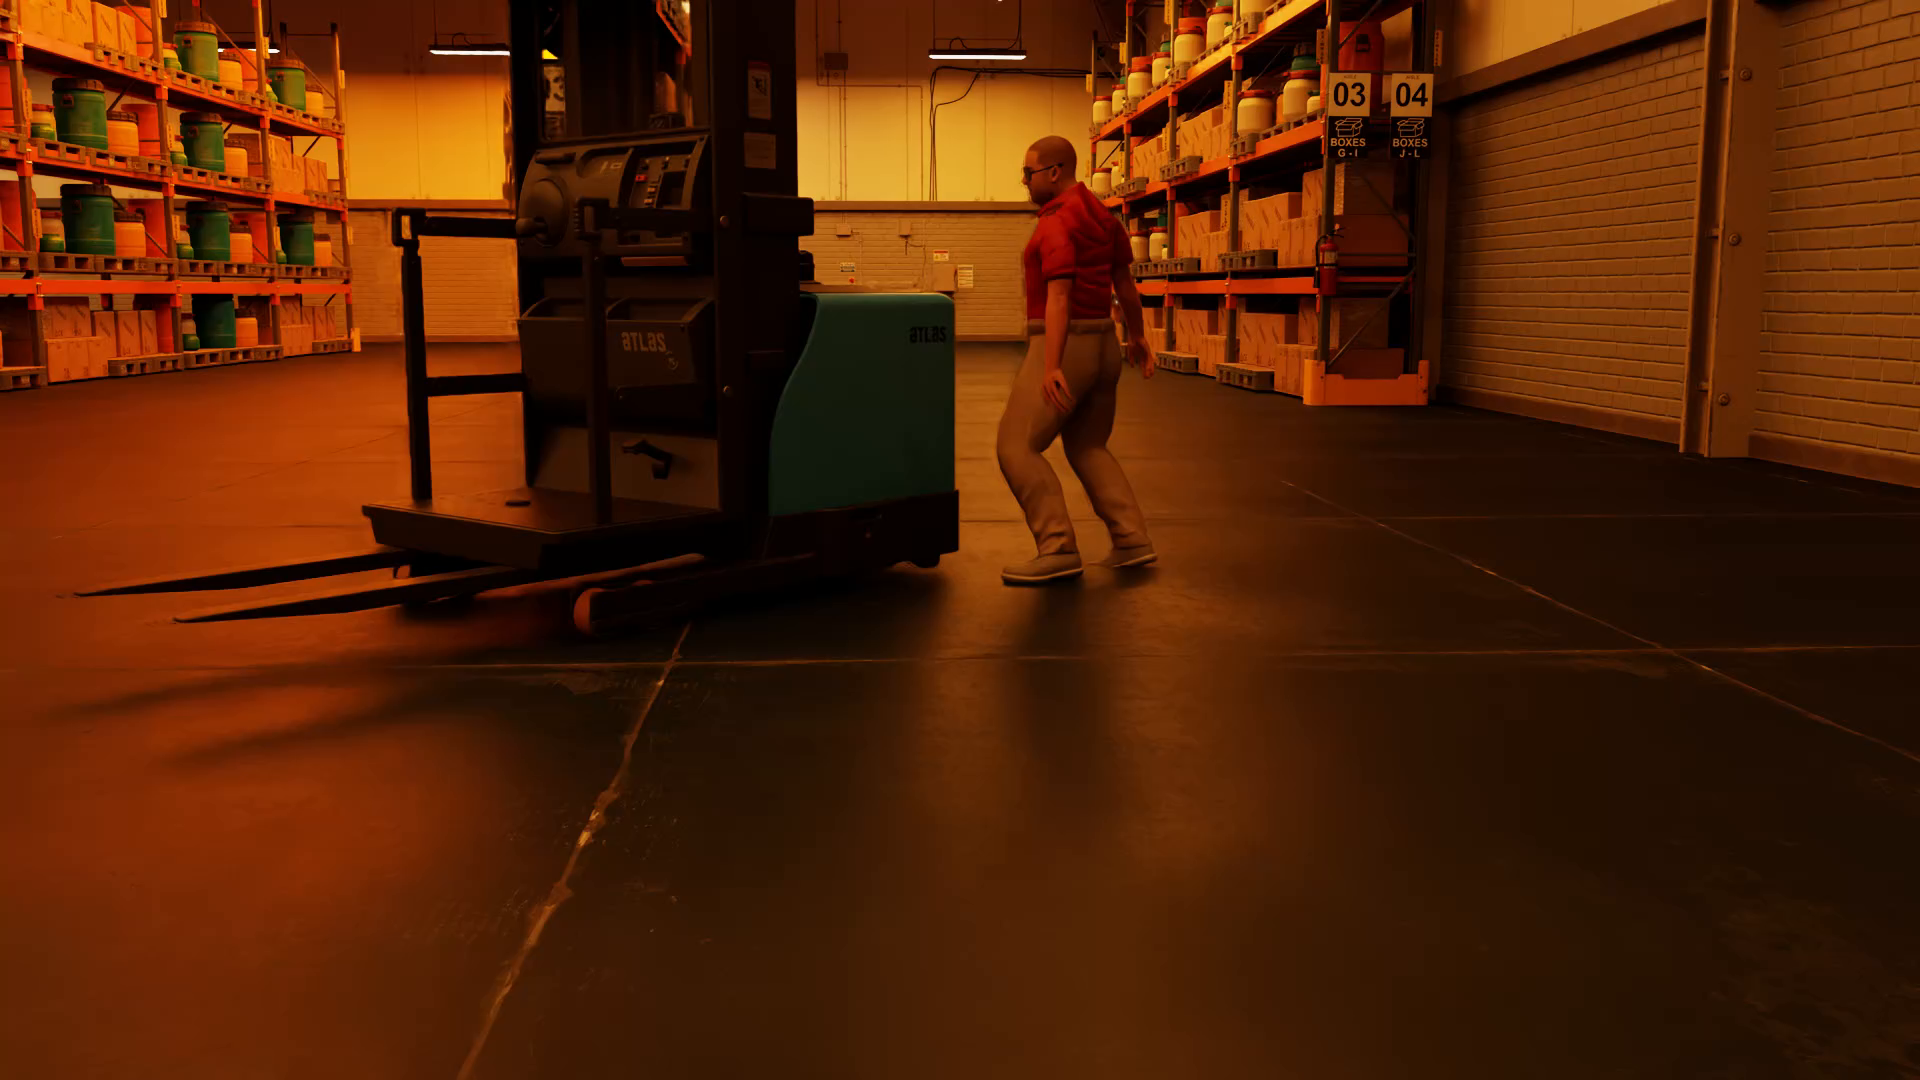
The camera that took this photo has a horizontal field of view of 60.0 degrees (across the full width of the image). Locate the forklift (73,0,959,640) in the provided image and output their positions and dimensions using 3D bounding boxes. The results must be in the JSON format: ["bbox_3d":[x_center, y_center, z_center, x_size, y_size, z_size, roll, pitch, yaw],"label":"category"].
[{"bbox_3d":[-1.332,-1.220,5.545,1.130,2.935,3.031,7,11,39],"label":"forklift"}]

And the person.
[{"bbox_3d":[0.485,-0.684,6.439,0.478,1.716,0.898,6,10,33],"label":"person"}]
